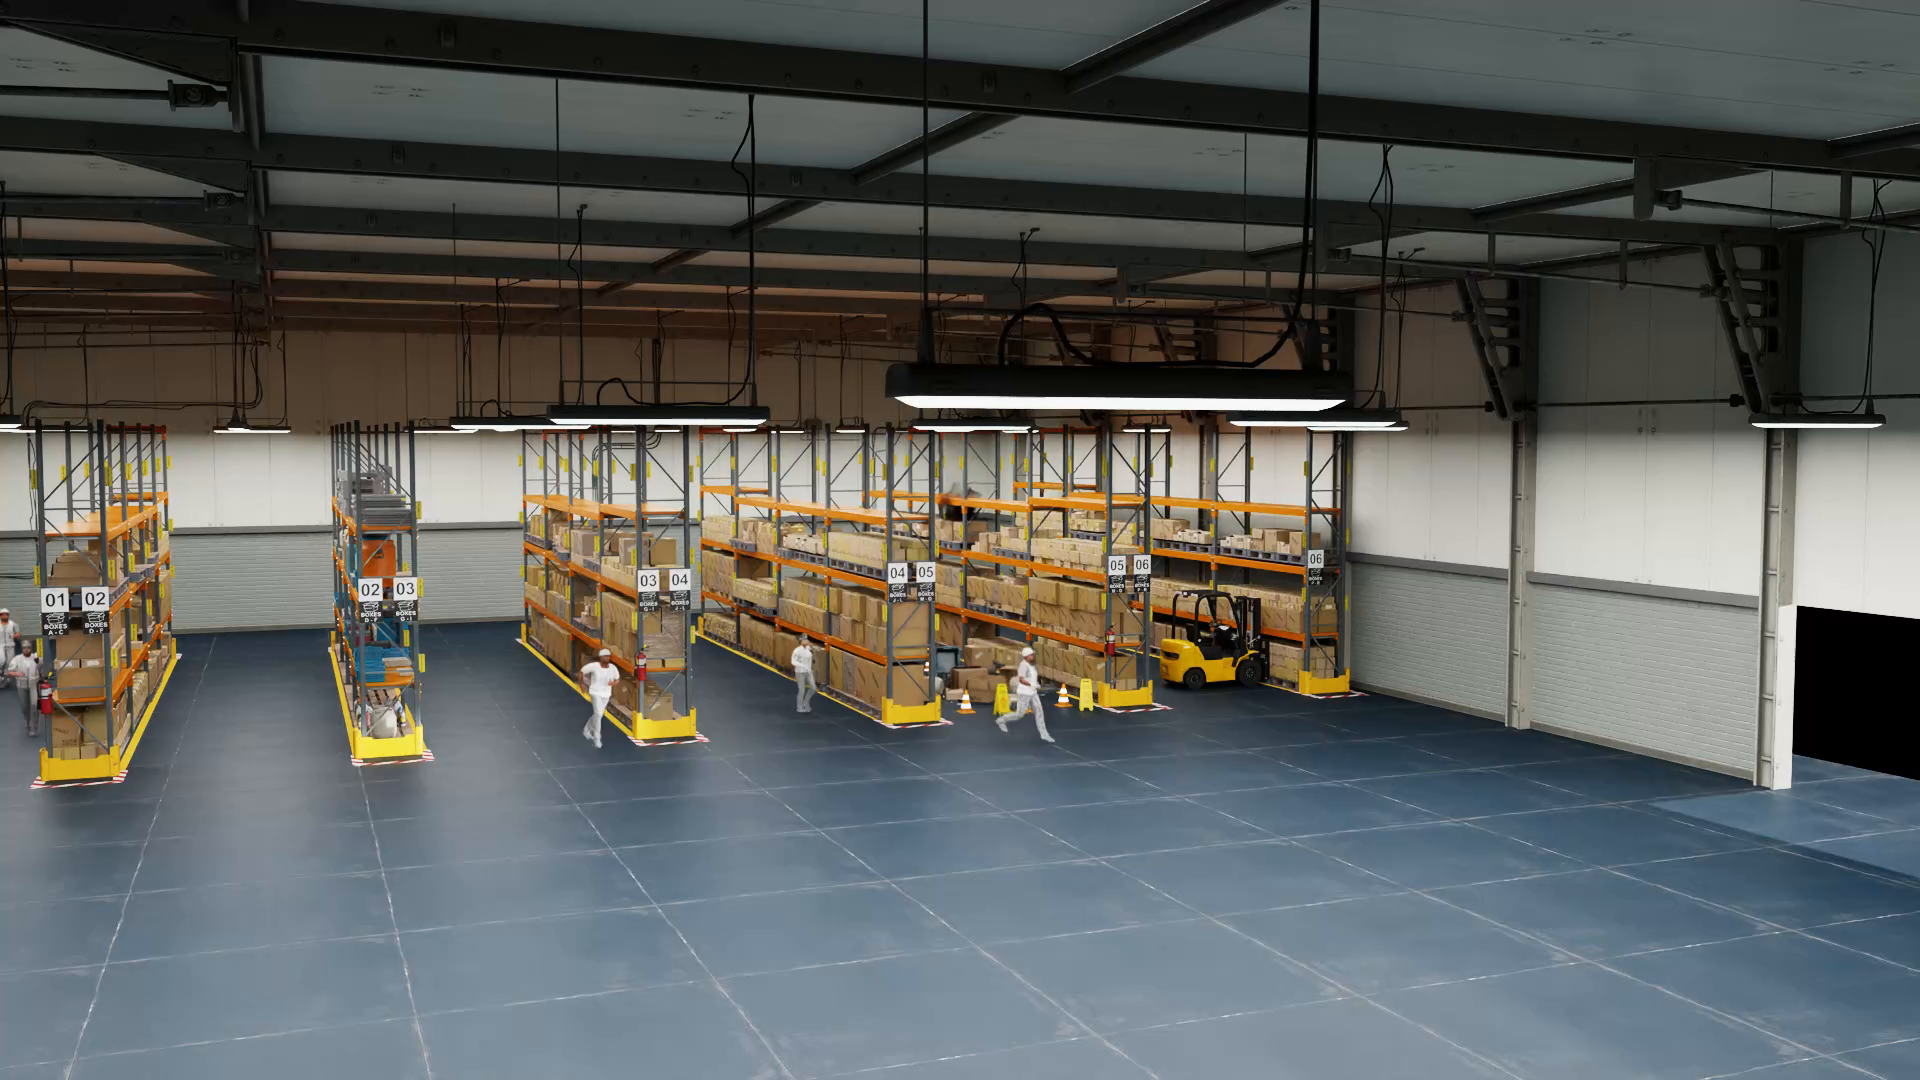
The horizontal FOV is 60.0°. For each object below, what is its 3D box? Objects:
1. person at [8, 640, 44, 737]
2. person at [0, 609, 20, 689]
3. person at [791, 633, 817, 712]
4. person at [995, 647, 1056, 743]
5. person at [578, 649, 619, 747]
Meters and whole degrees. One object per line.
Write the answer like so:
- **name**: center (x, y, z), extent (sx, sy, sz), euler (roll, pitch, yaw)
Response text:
- **person**: center (-17.948, 2.824, 32.027), extent (0.646, 1.818, 0.938), euler (-2, 4, -25)
- **person**: center (-21.714, 2.469, 37.803), extent (0.641, 1.810, 0.729), euler (-3, 4, -38)
- **person**: center (-3.196, 2.742, 34.266), extent (0.618, 1.663, 0.597), euler (-3, 5, -39)
- **person**: center (1.223, 2.898, 31.126), extent (1.160, 1.782, 0.648), euler (2, 4, 24)
- **person**: center (-6.720, 2.936, 31.042), extent (0.722, 1.827, 0.821), euler (-3, 5, -44)
